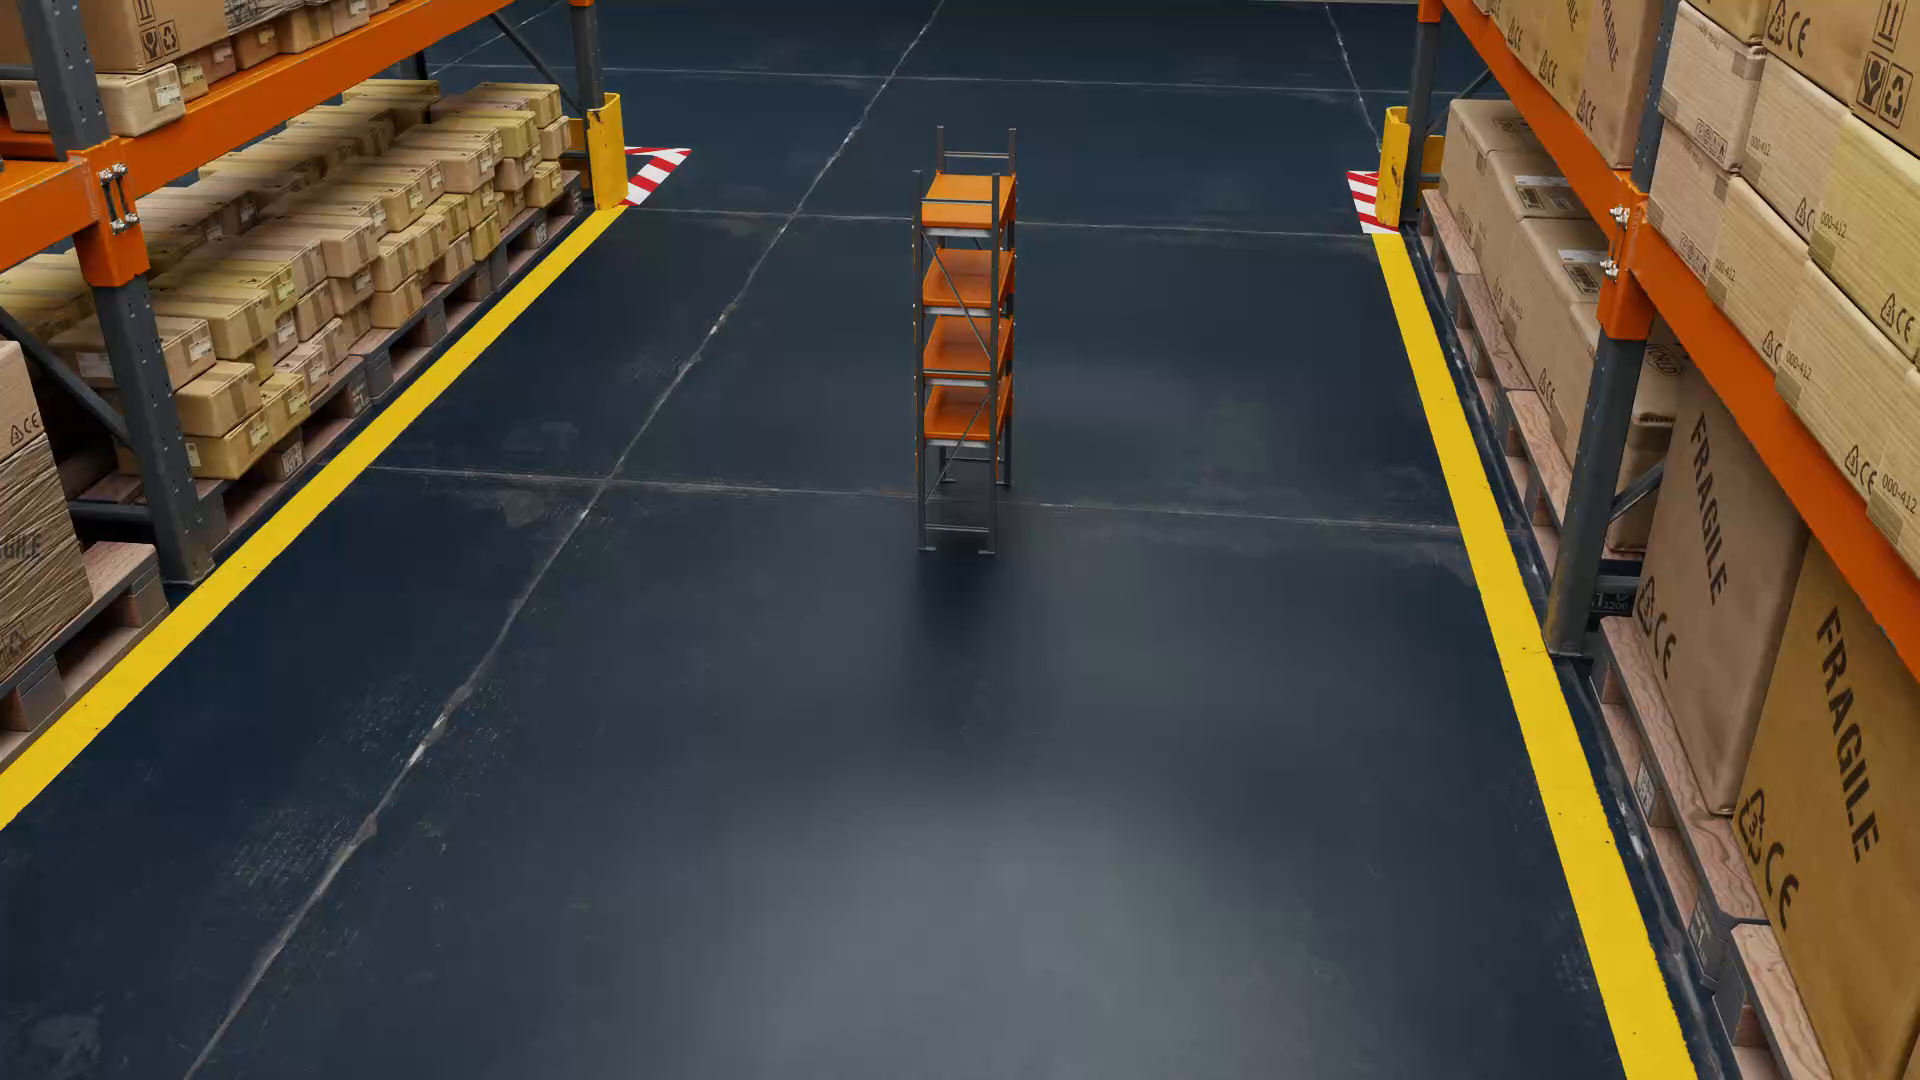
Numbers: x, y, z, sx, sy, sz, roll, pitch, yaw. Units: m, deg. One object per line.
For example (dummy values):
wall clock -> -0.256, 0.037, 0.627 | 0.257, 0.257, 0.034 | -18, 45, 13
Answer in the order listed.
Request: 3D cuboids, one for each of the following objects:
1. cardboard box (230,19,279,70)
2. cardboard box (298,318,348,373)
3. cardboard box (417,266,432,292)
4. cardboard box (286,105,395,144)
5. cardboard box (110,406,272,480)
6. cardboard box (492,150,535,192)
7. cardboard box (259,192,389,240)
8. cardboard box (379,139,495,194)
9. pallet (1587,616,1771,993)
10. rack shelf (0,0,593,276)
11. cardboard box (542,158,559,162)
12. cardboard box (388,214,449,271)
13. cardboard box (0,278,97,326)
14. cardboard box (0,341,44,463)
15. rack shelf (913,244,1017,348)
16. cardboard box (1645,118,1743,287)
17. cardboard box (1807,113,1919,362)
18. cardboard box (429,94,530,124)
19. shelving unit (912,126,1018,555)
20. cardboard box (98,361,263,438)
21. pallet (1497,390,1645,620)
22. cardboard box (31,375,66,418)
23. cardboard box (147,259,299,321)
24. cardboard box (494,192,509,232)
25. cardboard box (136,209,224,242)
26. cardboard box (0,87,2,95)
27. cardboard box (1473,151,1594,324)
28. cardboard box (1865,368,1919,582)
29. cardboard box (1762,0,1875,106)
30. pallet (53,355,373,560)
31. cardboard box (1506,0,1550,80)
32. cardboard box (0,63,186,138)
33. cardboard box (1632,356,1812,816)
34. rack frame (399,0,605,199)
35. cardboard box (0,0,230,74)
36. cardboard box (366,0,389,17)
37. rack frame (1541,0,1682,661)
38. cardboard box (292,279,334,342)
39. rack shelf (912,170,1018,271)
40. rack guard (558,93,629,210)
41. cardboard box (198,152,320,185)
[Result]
cardboard box -> -2.441, -1.619, 5.357 | 0.380, 0.149, 0.250 | 2, 28, 4
cardboard box -> -2.421, -0.683, 5.918 | 0.380, 0.149, 0.250 | 3, 28, 5
cardboard box -> -2.339, -1.057, 6.612 | 0.380, 0.149, 0.250 | 4, 29, 8
cardboard box -> -2.762, -1.833, 7.425 | 0.380, 0.149, 0.250 | 3, 28, 6
cardboard box -> -2.414, -0.315, 5.236 | 0.380, 0.149, 0.250 | 2, 28, 4
cardboard box -> -2.131, -1.667, 7.431 | 0.380, 0.149, 0.250 | 2, 28, 4
cardboard box -> -2.382, -1.195, 6.241 | 0.380, 0.149, 0.250 | 2, 28, 4
cardboard box -> -2.167, -1.551, 6.903 | 0.380, 0.149, 0.250 | 4, 29, 8
pallet -> 2.128, 0.602, 3.909 | 1.003, 0.211, 1.213 | 3, 28, 6
rack shelf -> -2.533, -1.858, 6.294 | 1.077, 0.370, 4.000 | 3, 28, 6
cardboard box -> -2.145, -1.786, 7.965 | 0.380, 0.149, 0.250 | 4, 29, 7
cardboard box -> -2.238, -1.171, 6.511 | 0.380, 0.149, 0.250 | 4, 29, 7
cardboard box -> -3.001, -0.730, 5.378 | 0.380, 0.149, 0.250 | 4, 29, 7
cardboard box -> -2.618, -0.282, 4.013 | 0.500, 0.250, 0.500 | 3, 28, 5
rack shelf -> 0.020, -0.744, 5.036 | 0.258, 0.148, 0.480 | 3, 28, 6
cardboard box -> 1.831, -0.735, 3.610 | 0.500, 0.250, 0.500 | 3, 28, 5
cardboard box -> 1.689, -0.473, 2.597 | 0.500, 0.250, 0.500 | 4, 29, 7
cardboard box -> -2.189, -1.929, 7.603 | 0.380, 0.149, 0.250 | 4, 29, 7
shelving unit -> 0.020, -0.606, 5.110 | 0.258, 1.200, 0.503 | 3, 28, 6
cardboard box -> -2.416, -0.446, 5.164 | 0.380, 0.149, 0.250 | 5, 29, 9
pallet -> 2.318, -0.119, 5.248 | 1.003, 0.211, 1.213 | 3, 28, 6
cardboard box -> -3.055, -0.460, 5.191 | 0.380, 0.149, 0.250 | 4, 29, 7
cardboard box -> -2.455, -0.823, 5.551 | 0.380, 0.149, 0.250 | 3, 28, 5
cardboard box -> -2.211, -1.422, 7.291 | 0.380, 0.149, 0.250 | 4, 29, 7
cardboard box -> -2.926, -1.098, 6.061 | 0.380, 0.149, 0.250 | 2, 28, 4
cardboard box -> -3.052, -1.398, 4.947 | 0.380, 0.149, 0.250 | 3, 28, 5
cardboard box -> 2.552, -1.185, 6.545 | 0.875, 0.438, 0.875 | 4, 29, 8
cardboard box -> 1.620, -0.016, 2.276 | 0.500, 0.250, 0.500 | 3, 28, 5
cardboard box -> 1.773, -1.046, 2.868 | 0.500, 0.500, 0.500 | 3, 28, 6
pallet -> -2.731, -0.323, 5.628 | 1.003, 0.211, 1.213 | 3, 28, 6
cardboard box -> 2.055, -1.750, 5.230 | 0.500, 0.500, 0.500 | 3, 28, 5
cardboard box -> -2.418, -1.237, 4.648 | 0.380, 0.149, 0.250 | 4, 29, 8
cardboard box -> 2.151, 0.054, 3.784 | 0.875, 0.875, 0.875 | 4, 29, 8
rack frame -> -2.288, -3.116, 7.871 | 1.000, 3.000, 0.127 | 3, 28, 6
cardboard box -> -2.467, -1.626, 4.687 | 0.500, 0.500, 0.500 | 3, 28, 5
cardboard box -> -2.318, -1.988, 6.043 | 0.380, 0.149, 0.250 | 4, 29, 8
rack frame -> 2.147, -0.993, 3.930 | 1.000, 3.000, 0.127 | 3, 28, 6
cardboard box -> -2.444, -0.814, 5.847 | 0.380, 0.149, 0.250 | 2, 28, 4
rack shelf -> 0.020, -0.952, 4.924 | 0.258, 0.148, 0.480 | 3, 28, 6
rack guard -> -2.297, -1.980, 8.397 | 1.175, 0.500, 0.348 | 3, 28, 6
cardboard box -> -2.831, -1.460, 6.733 | 0.380, 0.149, 0.250 | 4, 29, 7
